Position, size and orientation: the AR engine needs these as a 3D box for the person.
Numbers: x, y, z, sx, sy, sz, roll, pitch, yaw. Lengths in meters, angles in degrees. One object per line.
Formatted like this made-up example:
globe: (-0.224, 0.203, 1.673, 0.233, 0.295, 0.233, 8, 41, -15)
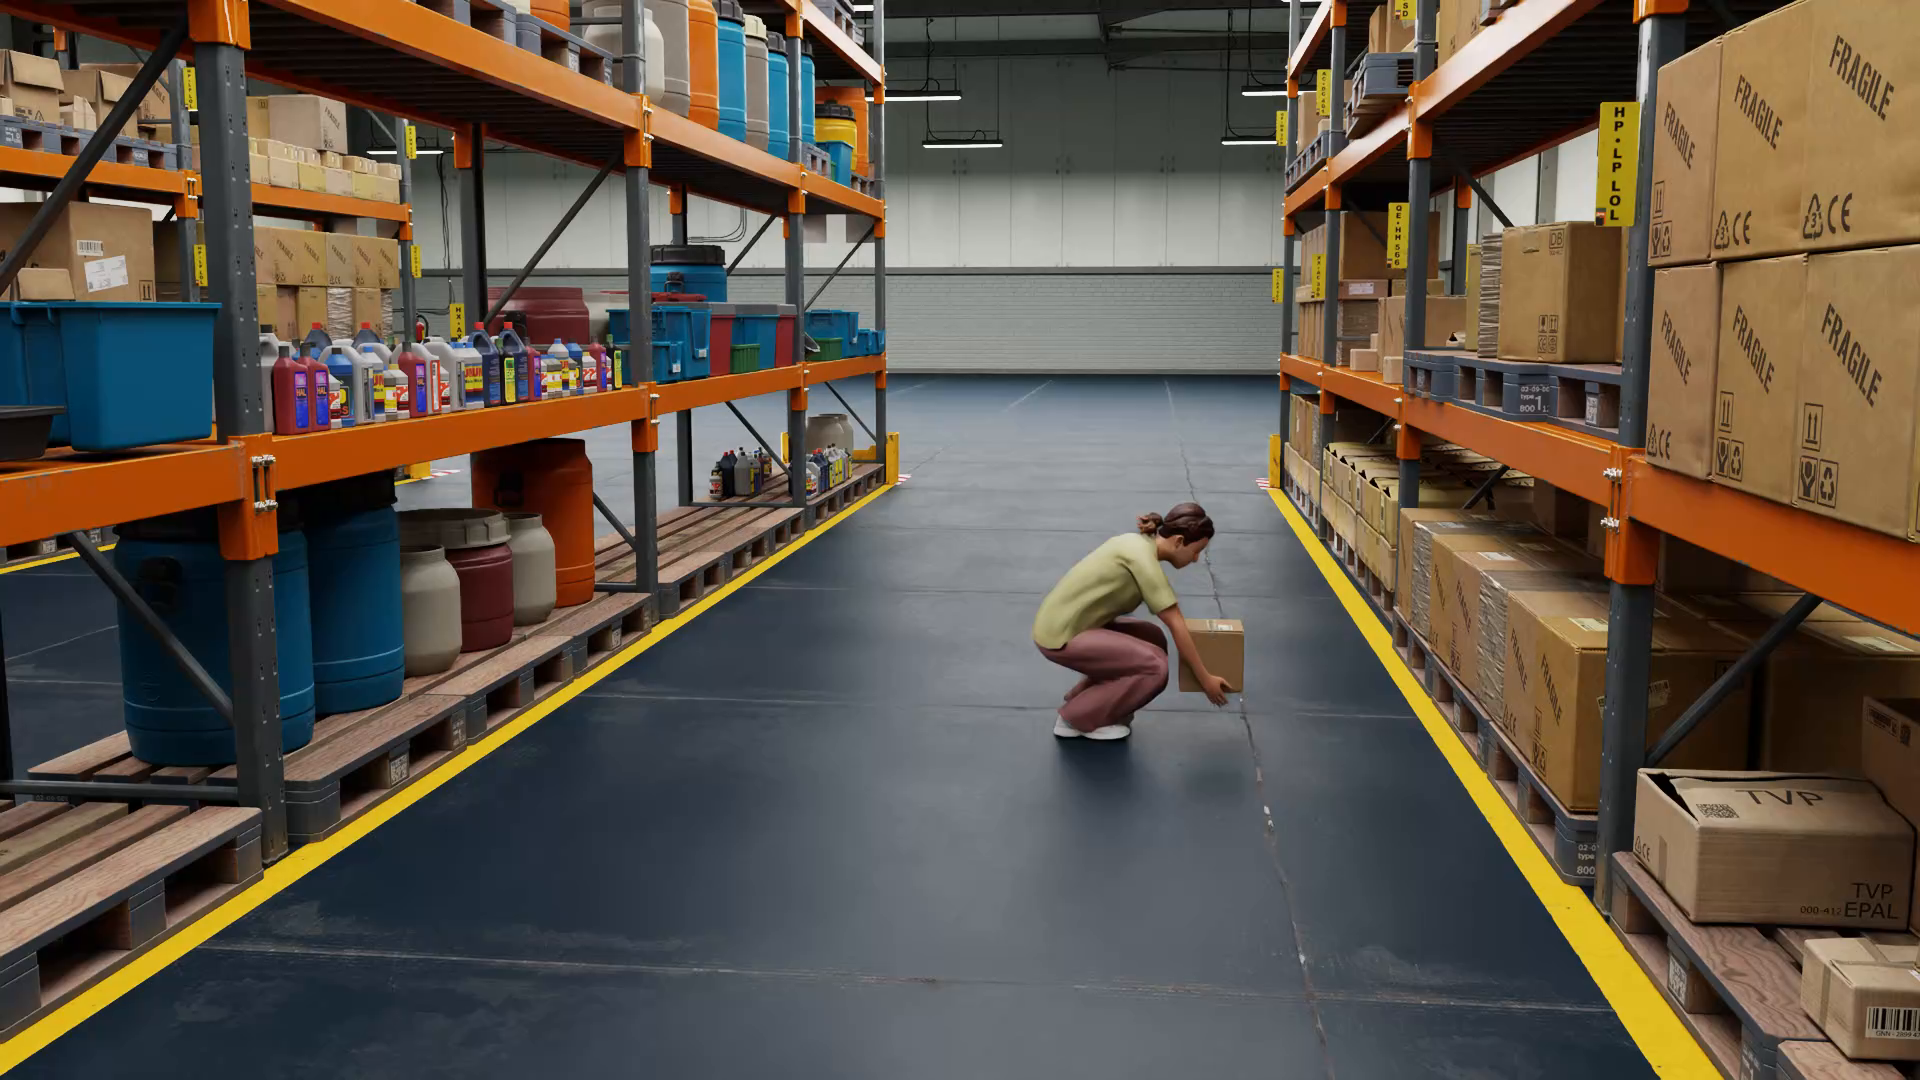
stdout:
person: (0.694, 0.320, 6.717, 0.809, 0.941, 0.468, 1, 8, 5)
